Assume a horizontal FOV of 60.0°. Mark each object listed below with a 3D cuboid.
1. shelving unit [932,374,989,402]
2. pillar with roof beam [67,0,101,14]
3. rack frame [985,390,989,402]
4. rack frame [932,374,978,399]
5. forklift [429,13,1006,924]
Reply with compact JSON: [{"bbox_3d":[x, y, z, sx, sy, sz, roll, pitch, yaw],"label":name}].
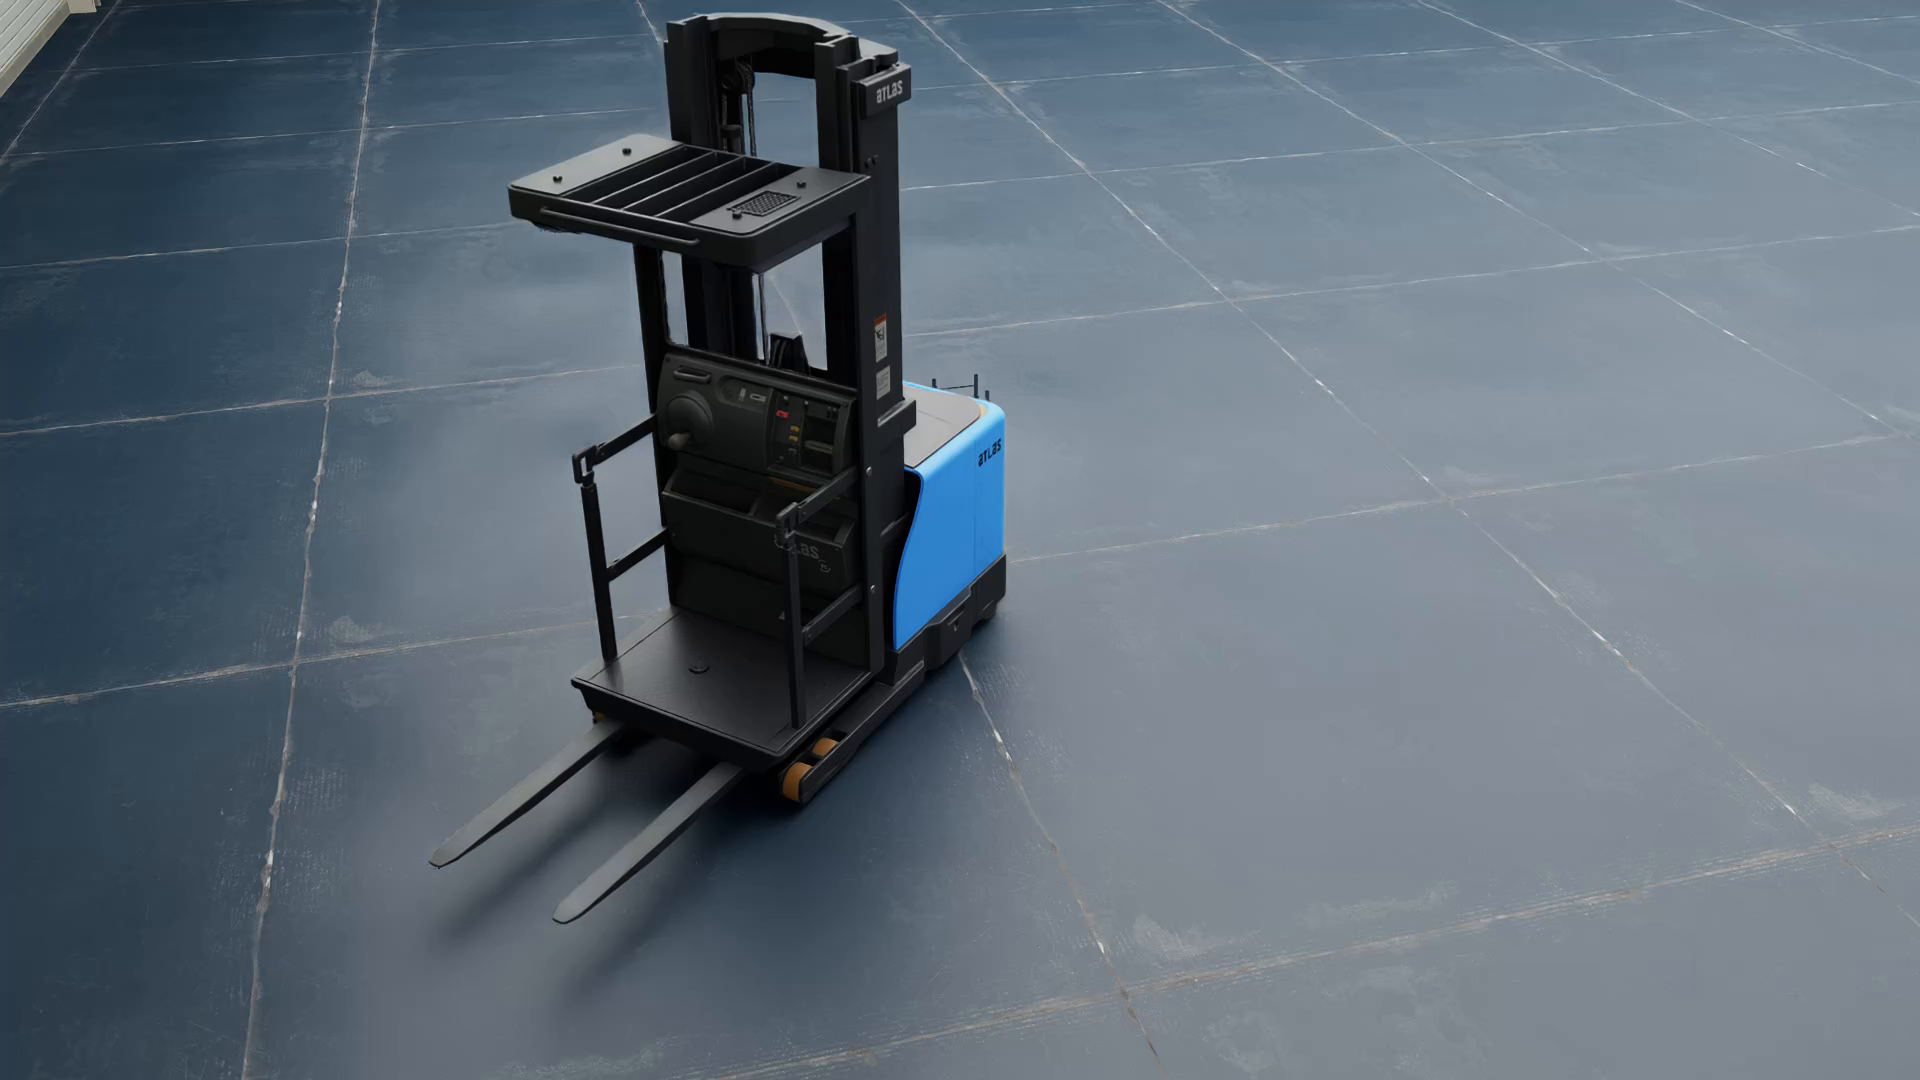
[{"bbox_3d":[0.002,-0.386,8.518,0.258,0.900,0.210,-8,31,-13],"label":"shelving unit"},{"bbox_3d":[-6.126,-10.695,18.245,9.100,9.000,0.400,-8,31,-13],"label":"pillar with roof beam"},{"bbox_3d":[0.029,-0.336,8.433,0.240,0.900,0.006,-8,31,-13],"label":"rack frame"},{"bbox_3d":[-0.025,-0.435,8.603,0.240,0.900,0.006,-8,31,-13],"label":"rack frame"},{"bbox_3d":[-0.947,-0.445,6.593,1.130,2.935,3.031,16,34,26],"label":"forklift"}]
